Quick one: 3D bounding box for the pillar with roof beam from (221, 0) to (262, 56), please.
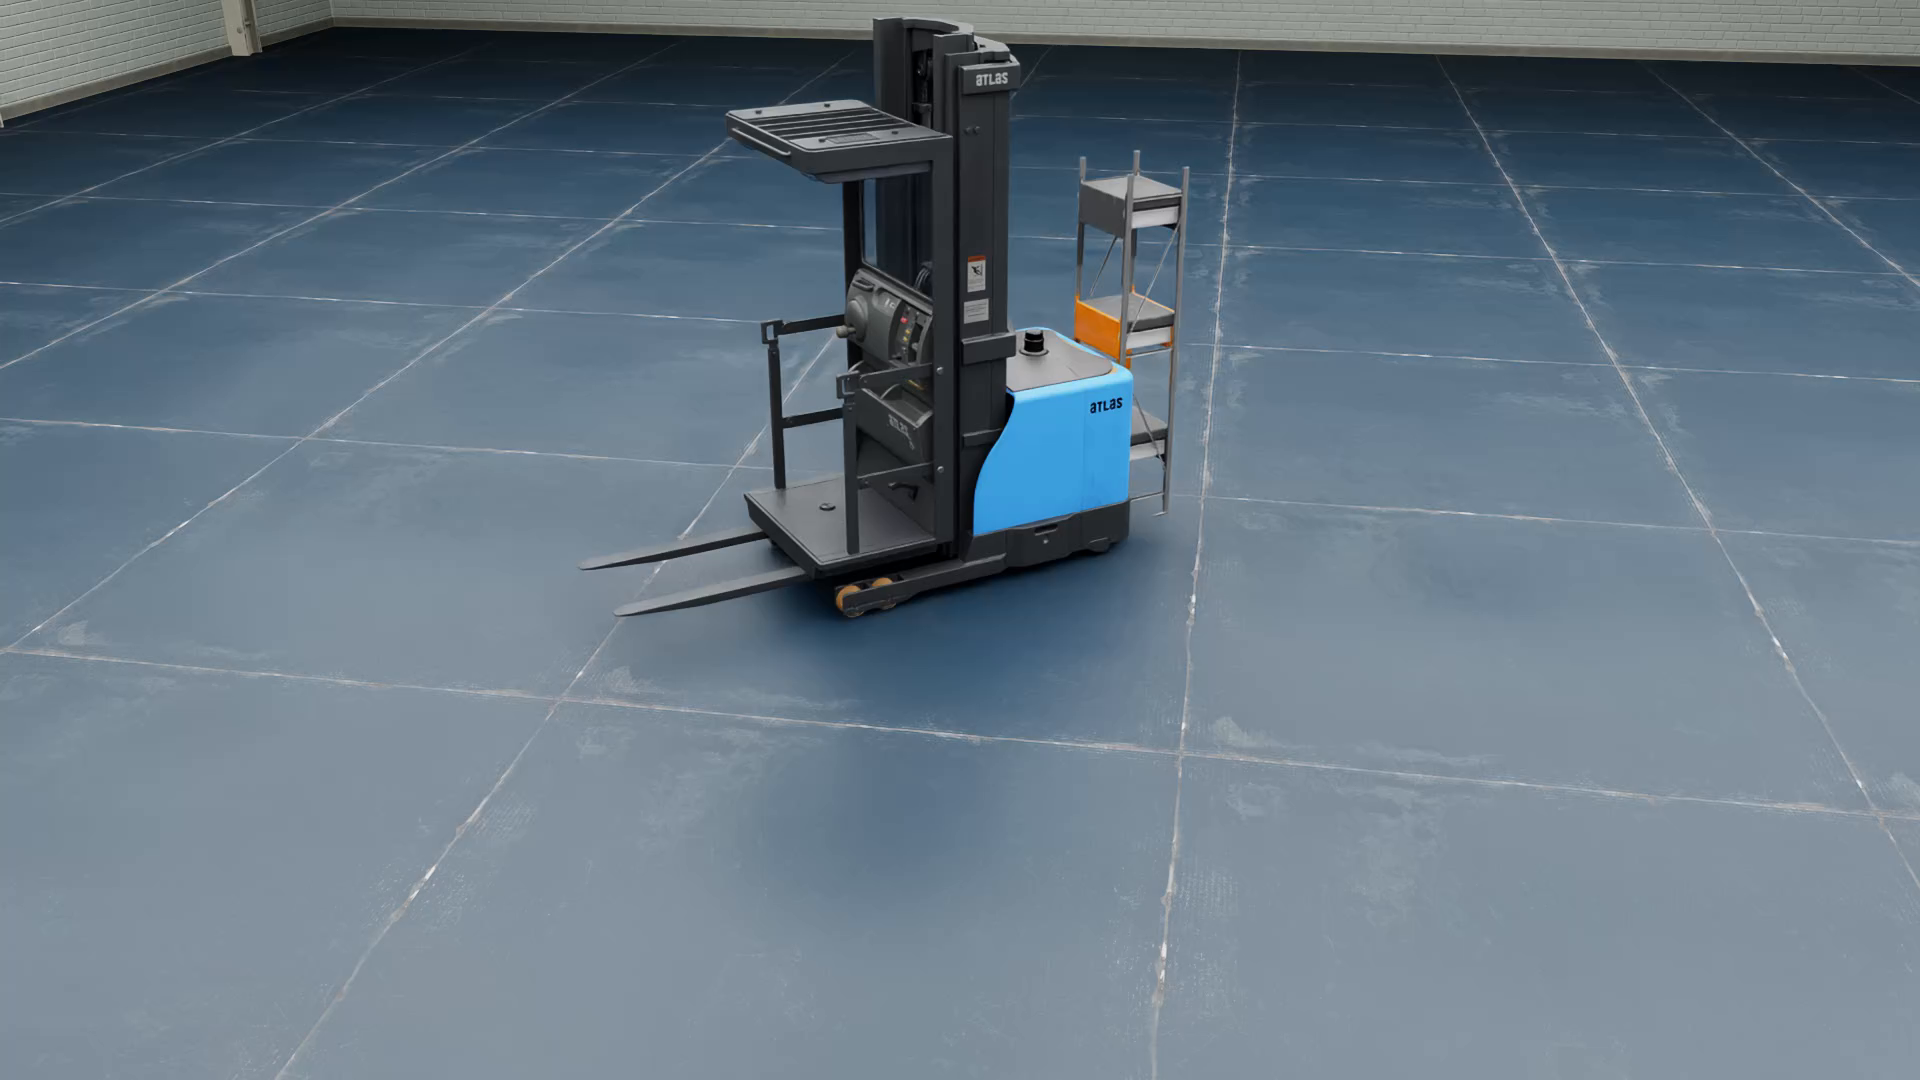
[{"bbox_3d":[-6.904,-11.381,23.450,9.100,9.000,0.400,4,25,9],"label":"pillar with roof beam"}]

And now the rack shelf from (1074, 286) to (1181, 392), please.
[{"bbox_3d":[0.972,-1.153,9.768,0.431,0.518,0.480,-13,28,-26],"label":"rack shelf"}]

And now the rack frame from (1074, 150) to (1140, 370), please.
[{"bbox_3d":[0.856,-1.257,9.956,0.400,2.100,0.015,-13,28,-26],"label":"rack frame"}]

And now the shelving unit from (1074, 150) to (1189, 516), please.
[{"bbox_3d":[0.972,-1.166,9.762,0.431,2.100,0.503,-13,28,-26],"label":"shelving unit"}]

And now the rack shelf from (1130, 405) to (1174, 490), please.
[{"bbox_3d":[0.970,-0.519,10.063,0.431,0.518,0.480,-13,28,-26],"label":"rack shelf"}]

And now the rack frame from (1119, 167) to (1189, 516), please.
[{"bbox_3d":[1.088,-1.075,9.567,0.400,2.100,0.015,-13,28,-26],"label":"rack frame"}]

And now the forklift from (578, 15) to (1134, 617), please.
[{"bbox_3d":[-0.564,-1.171,8.794,3.031,2.935,1.130,-13,28,-25],"label":"forklift"}]

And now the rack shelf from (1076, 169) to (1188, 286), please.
[{"bbox_3d":[0.974,-1.788,9.472,0.431,0.518,0.480,-13,28,-26],"label":"rack shelf"}]

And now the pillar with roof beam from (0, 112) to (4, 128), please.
[{"bbox_3d":[-7.884,-8.872,18.089,9.100,9.000,0.400,4,25,9],"label":"pillar with roof beam"}]
